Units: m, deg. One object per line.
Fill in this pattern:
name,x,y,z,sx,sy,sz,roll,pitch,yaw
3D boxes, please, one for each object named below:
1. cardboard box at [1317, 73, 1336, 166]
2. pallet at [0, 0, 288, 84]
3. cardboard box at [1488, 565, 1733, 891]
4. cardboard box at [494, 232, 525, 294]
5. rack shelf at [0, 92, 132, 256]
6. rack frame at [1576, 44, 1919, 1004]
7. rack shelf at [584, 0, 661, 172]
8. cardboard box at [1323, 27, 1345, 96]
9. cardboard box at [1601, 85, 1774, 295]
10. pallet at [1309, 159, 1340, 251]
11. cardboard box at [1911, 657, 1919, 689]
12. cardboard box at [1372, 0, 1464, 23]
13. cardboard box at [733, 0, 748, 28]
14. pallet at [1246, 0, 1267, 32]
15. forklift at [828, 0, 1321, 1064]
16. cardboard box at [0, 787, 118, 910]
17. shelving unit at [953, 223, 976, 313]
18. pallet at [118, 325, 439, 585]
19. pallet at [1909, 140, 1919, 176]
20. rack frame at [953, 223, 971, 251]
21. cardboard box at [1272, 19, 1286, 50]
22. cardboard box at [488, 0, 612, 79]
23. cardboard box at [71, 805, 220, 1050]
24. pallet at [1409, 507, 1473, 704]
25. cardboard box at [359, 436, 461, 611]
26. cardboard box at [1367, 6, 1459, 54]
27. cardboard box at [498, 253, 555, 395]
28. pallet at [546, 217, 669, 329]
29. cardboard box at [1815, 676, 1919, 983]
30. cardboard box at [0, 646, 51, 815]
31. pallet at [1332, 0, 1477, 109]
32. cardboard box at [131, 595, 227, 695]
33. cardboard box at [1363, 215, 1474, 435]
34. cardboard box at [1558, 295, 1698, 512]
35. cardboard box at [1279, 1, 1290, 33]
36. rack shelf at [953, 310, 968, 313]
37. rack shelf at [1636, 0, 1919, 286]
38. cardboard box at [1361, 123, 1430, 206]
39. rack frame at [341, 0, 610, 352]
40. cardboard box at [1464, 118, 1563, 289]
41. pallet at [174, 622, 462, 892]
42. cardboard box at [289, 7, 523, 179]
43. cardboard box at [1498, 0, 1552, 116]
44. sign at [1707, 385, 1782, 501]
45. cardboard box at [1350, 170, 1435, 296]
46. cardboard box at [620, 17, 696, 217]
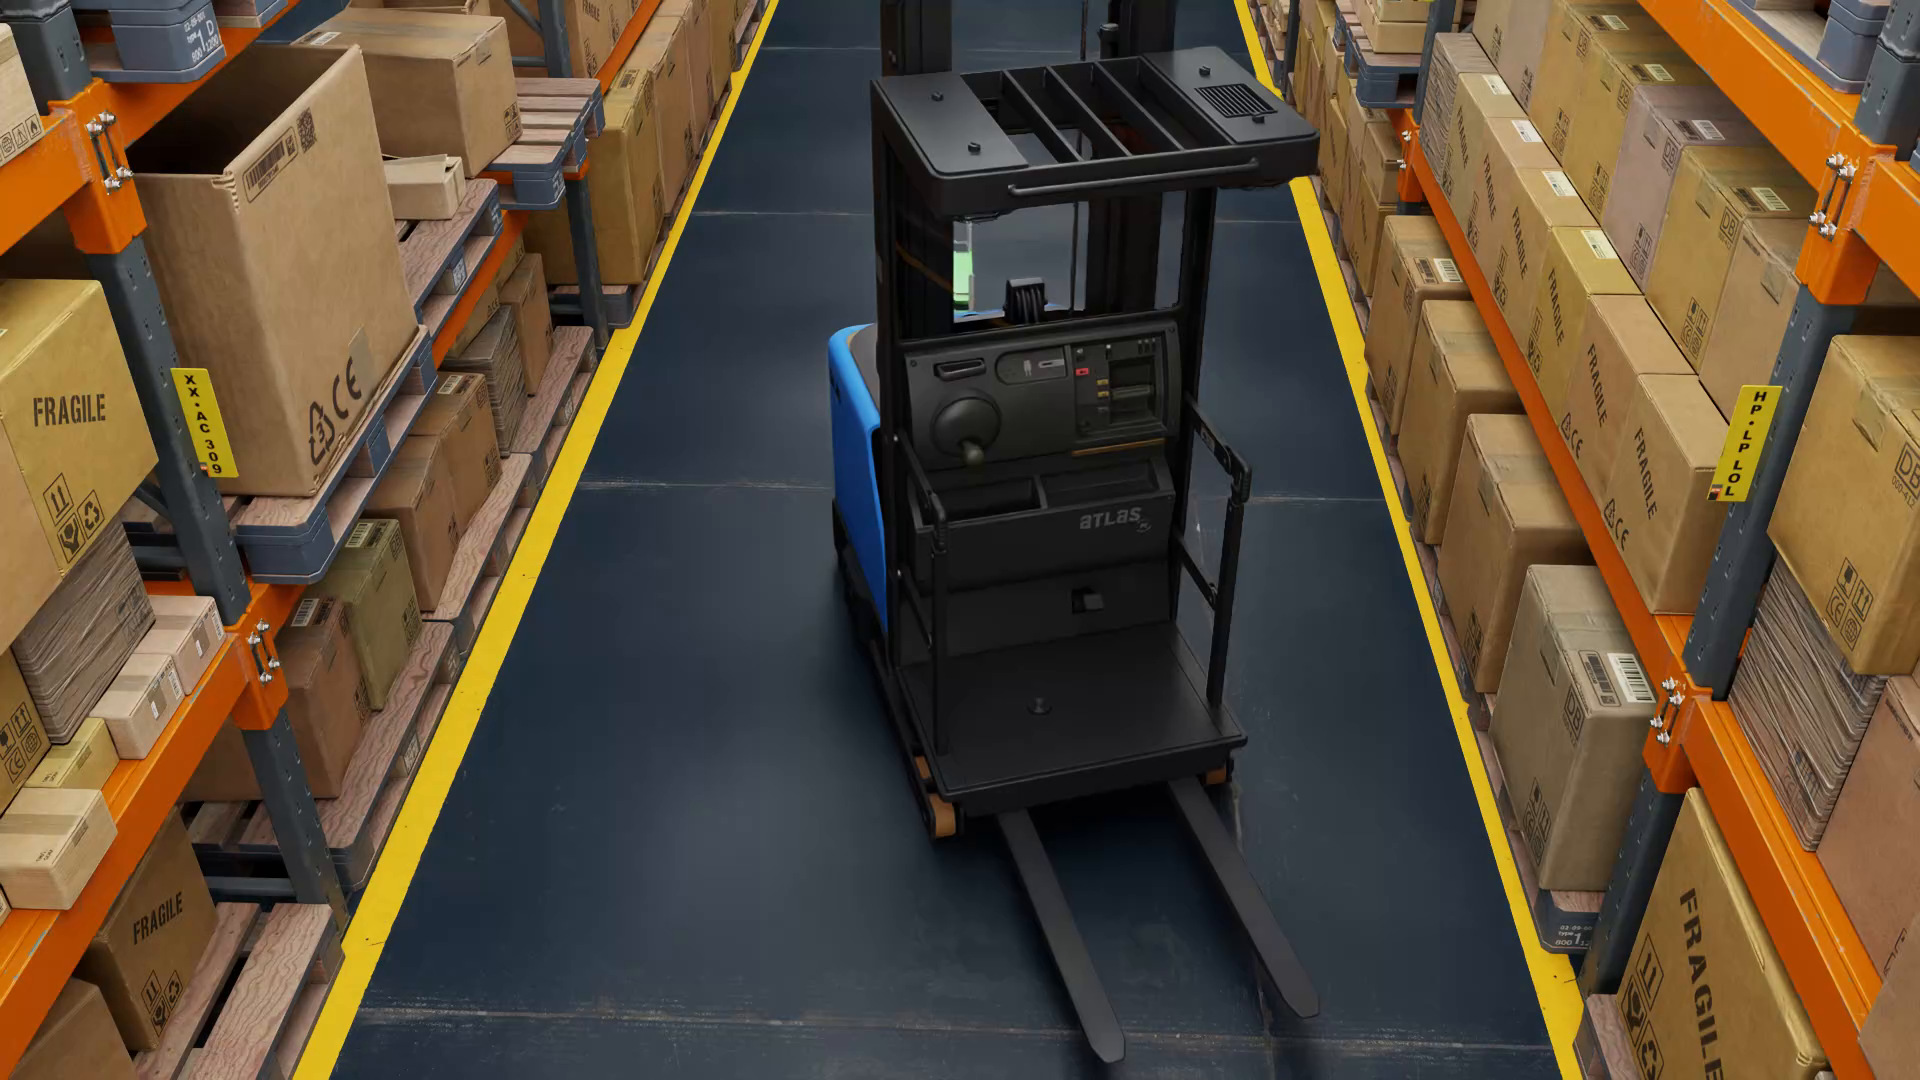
cardboard box,2.446,-2.504,10.013,0.500,0.500,0.500,2,35,3
pallet,-2.374,-1.458,4.270,1.213,0.211,1.003,1,35,2
cardboard box,2.381,0.607,5.369,1.050,0.750,0.750,1,35,2
cardboard box,-2.342,-1.332,7.676,0.500,0.250,0.500,3,35,4
rack shelf,-2.586,0.261,2.287,1.077,0.370,4.000,1,35,2
rack frame,2.446,0.217,4.332,1.000,3.000,0.127,1,35,2
rack shelf,-2.264,-3.108,9.690,1.077,0.370,4.000,1,35,2
cardboard box,2.430,-2.818,9.807,0.500,0.250,0.500,3,35,4
cardboard box,2.500,-1.104,5.256,0.700,0.500,0.500,2,35,2
pallet,2.692,-2.088,10.037,1.003,0.211,1.213,1,35,2
cardboard box,2.491,0.244,3.225,0.875,0.550,0.550,1,35,2
cardboard box,2.172,-2.566,7.887,0.380,0.149,0.250,2,35,3
cardboard box,-2.078,-4.231,12.145,0.875,0.875,0.875,1,35,2
pallet,2.806,-4.328,13.224,1.003,0.211,1.213,1,35,2
forklift,0.340,-0.415,5.291,1.130,2.935,3.031,-9,36,-12
cardboard box,-2.209,0.710,3.850,0.380,0.149,0.250,1,35,2
shelving unit,-0.068,-0.714,7.223,0.258,1.200,0.503,0,35,-1
pallet,-2.329,-0.313,5.253,1.003,0.211,1.213,1,35,2
pallet,2.403,-0.504,2.827,1.003,0.211,1.213,1,35,2
rack frame,-0.071,-0.855,7.423,0.240,1.200,0.015,0,35,-1
cardboard box,2.443,-3.618,11.903,0.380,0.149,0.250,2,35,2
cardboard box,-2.053,-2.567,8.207,0.500,0.500,0.500,2,35,3
cardboard box,-2.562,1.124,4.850,0.500,0.500,0.500,0,35,0
pallet,2.448,0.210,6.767,1.003,0.211,1.213,1,35,2
cardboard box,-2.399,-0.060,6.518,0.700,0.500,0.500,-2,35,-2
cardboard box,2.168,-2.444,7.972,0.380,0.149,0.250,2,35,3
cardboard box,-2.352,-1.025,7.892,0.700,0.500,0.500,0,35,-1
pallet,-2.238,-1.564,9.292,1.003,0.211,1.213,1,35,2
cardboard box,2.444,0.685,3.537,0.875,0.550,0.550,1,35,2
cardboard box,-2.641,0.426,3.690,0.875,0.500,0.500,1,35,2
pallet,2.529,-2.414,8.243,1.213,0.211,1.003,1,35,2
cardboard box,-2.220,0.278,4.465,0.380,0.149,0.250,1,35,2
cardboard box,2.493,-0.984,7.633,1.050,0.750,0.750,1,35,1
cardboard box,2.221,-0.420,5.152,0.500,0.500,0.500,1,35,1
cardboard box,2.463,-3.694,11.753,0.380,0.149,0.250,2,35,3
rack shelf,-0.068,-0.858,7.122,0.258,0.148,0.480,0,35,-1
rack shelf,2.527,-1.865,5.311,1.077,0.370,4.000,1,35,2
cardboard box,2.373,-1.936,8.552,0.500,0.250,0.500,1,35,1
rack frame,-2.345,-2.253,7.848,1.000,3.000,0.127,1,35,2
cardboard box,2.281,-1.288,6.387,0.500,0.500,0.500,1,35,2
pallet,-2.476,0.738,6.016,1.003,0.211,1.213,1,35,2
cardboard box,-2.249,-1.832,6.796,0.700,0.500,0.500,6,36,9
cardboard box,2.560,-1.983,6.506,0.700,0.500,0.500,1,35,1
sign,1.904,-0.231,4.032,0.100,0.325,0.005,1,35,2
cardboard box,2.372,-1.614,8.747,0.500,0.500,0.500,1,35,2
cardboard box,-2.253,-2.464,9.630,1.225,0.875,0.875,1,35,2
